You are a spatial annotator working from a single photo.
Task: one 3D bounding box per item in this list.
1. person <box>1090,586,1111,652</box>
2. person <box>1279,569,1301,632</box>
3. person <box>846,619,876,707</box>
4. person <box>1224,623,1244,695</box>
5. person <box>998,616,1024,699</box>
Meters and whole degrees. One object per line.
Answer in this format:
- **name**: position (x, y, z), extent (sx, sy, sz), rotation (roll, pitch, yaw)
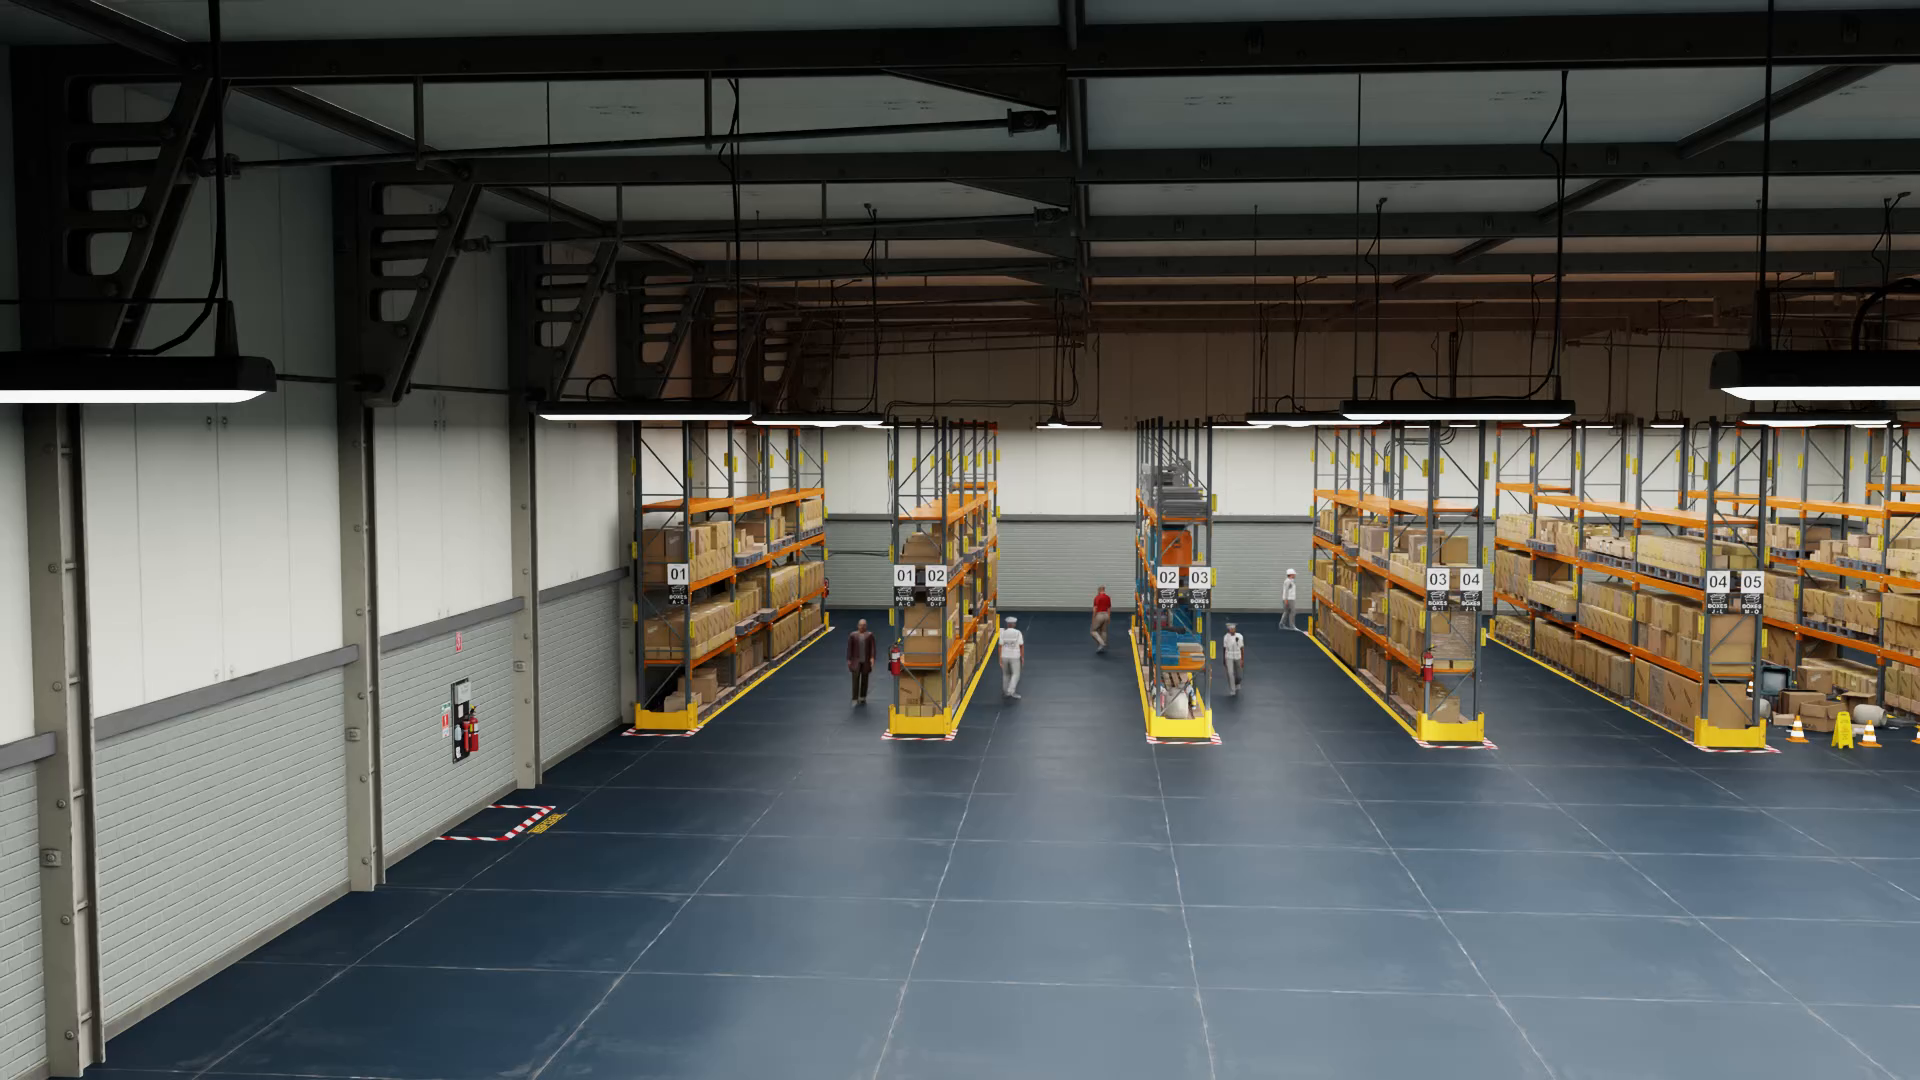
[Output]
- **person**: position (3.677, 2.046, 43.031), extent (0.565, 1.725, 0.530), rotation (-3, 5, -35)
- **person**: position (9.499, 1.728, 47.819), extent (0.622, 1.794, 0.577), rotation (1, 4, 14)
- **person**: position (-2.060, 2.560, 34.850), extent (0.612, 1.780, 0.814), rotation (-1, 4, -13)
- **person**: position (5.973, 2.568, 36.299), extent (0.434, 1.541, 0.976), rotation (1, 4, 9)
- **person**: position (1.104, 2.521, 35.538), extent (0.593, 1.746, 0.944), rotation (1, 4, 21)
